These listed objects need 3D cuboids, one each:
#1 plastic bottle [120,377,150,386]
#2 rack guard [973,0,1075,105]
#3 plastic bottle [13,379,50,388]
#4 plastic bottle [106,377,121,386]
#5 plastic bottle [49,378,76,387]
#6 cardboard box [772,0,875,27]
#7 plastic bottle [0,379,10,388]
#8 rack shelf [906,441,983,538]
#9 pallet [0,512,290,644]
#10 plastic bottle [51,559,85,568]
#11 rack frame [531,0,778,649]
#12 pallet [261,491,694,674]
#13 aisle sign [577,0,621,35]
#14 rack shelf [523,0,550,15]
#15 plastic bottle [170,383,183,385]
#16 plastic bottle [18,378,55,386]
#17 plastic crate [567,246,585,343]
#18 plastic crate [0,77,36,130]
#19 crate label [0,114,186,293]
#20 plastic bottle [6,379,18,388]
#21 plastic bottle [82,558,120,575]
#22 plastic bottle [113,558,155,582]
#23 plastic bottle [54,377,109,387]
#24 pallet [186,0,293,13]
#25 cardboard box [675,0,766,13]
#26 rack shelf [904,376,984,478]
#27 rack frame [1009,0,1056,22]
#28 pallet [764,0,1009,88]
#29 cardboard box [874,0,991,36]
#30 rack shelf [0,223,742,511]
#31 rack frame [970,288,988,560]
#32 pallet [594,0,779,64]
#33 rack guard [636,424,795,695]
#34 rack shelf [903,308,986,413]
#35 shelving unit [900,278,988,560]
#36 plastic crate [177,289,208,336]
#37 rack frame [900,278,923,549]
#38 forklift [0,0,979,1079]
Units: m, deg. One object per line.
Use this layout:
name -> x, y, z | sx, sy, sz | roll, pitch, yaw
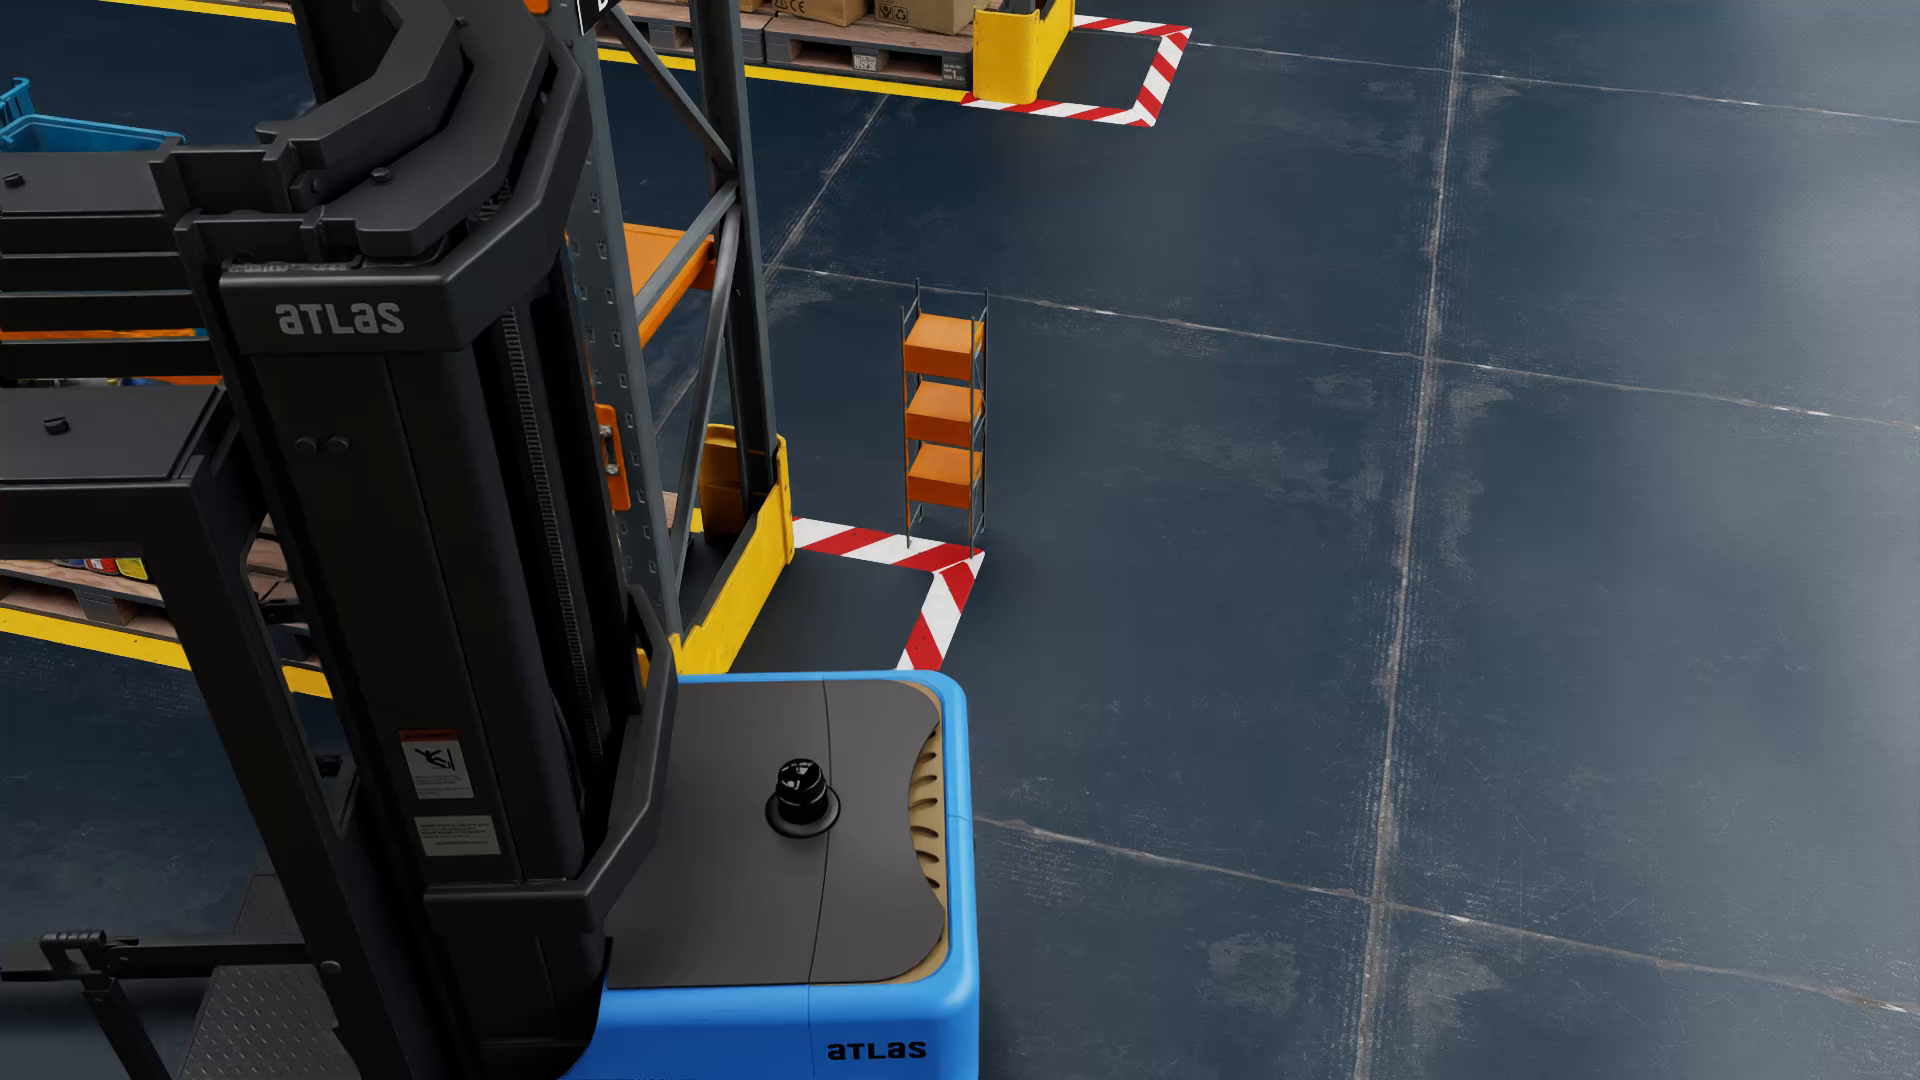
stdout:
plastic bottle -> -3.127, -0.544, 6.344 | 0.097, 0.271, 0.097 | 0, 40, 0
rack guard -> 0.374, -2.950, 9.374 | 0.348, 0.500, 1.175 | 10, 41, 11
plastic bottle -> -3.504, -0.529, 6.318 | 0.133, 0.283, 0.061 | 10, 41, 11
plastic bottle -> -3.226, -0.534, 6.387 | 0.097, 0.201, 0.097 | 0, 40, 0
plastic bottle -> -3.374, -0.502, 6.285 | 0.133, 0.283, 0.061 | 10, 41, 11
cardboard box -> -0.738, -3.291, 9.453 | 0.500, 0.500, 0.500 | 20, 44, 23
plastic bottle -> -3.815, -0.677, 6.441 | 0.185, 0.351, 0.144 | 8, 41, 9
rack shelf -> -0.052, -0.190, 6.109 | 0.240, 0.259, 0.215 | 10, 41, 11
pallet -> -2.877, -0.076, 6.176 | 1.213, 0.211, 1.003 | 10, 41, 11
plastic bottle -> -3.091, -0.058, 5.762 | 0.135, 0.276, 0.152 | 9, 41, 10
rack frame -> -0.833, -0.818, 4.891 | 0.127, 3.000, 1.000 | 10, 41, 11
pallet -> -1.702, 0.128, 5.933 | 1.213, 0.211, 1.003 | 10, 41, 11
aisle sign -> -0.840, -1.617, 3.821 | 0.004, 0.787, 0.394 | 10, 41, 11
rack shelf -> -2.765, -2.023, 4.554 | 4.000, 0.370, 1.077 | 10, 41, 11
plastic bottle -> -2.931, -0.510, 6.304 | 0.097, 0.271, 0.097 | 0, 40, 0
plastic bottle -> -3.503, -0.623, 6.377 | 0.185, 0.351, 0.144 | 10, 41, 11
plastic crate -> -1.394, -0.658, 4.817 | 0.616, 0.251, 0.499 | 10, 41, 11
plastic crate -> -3.558, -1.410, 5.712 | 0.616, 0.251, 0.499 | 10, 41, 11
crate label -> -2.681, -0.969, 5.044 | 0.616, 0.435, 0.502 | 10, 41, 11
plastic bottle -> -3.647, -0.650, 6.461 | 0.133, 0.283, 0.061 | 12, 42, 14
plastic bottle -> -2.957, -0.035, 5.735 | 0.135, 0.276, 0.152 | 10, 41, 12
plastic bottle -> -2.838, 0.013, 5.672 | 0.133, 0.283, 0.061 | 11, 41, 12
plastic bottle -> -3.347, -0.565, 6.366 | 0.135, 0.276, 0.152 | 10, 41, 12
pallet -> -4.169, -3.620, 10.397 | 1.213, 0.211, 1.003 | 10, 41, 11
cardboard box -> -1.338, -3.406, 9.591 | 0.500, 0.500, 0.500 | 13, 42, 15
rack shelf -> -0.052, -0.403, 5.930 | 0.240, 0.259, 0.215 | 10, 41, 11
rack frame -> 0.448, -3.895, 8.555 | 0.127, 3.000, 1.000 | 10, 41, 11
pallet -> -0.402, -2.997, 9.654 | 1.213, 0.211, 1.003 | 10, 41, 11
cardboard box -> -0.151, -3.212, 9.360 | 0.500, 0.500, 0.500 | 17, 43, 19
rack shelf -> -2.765, -0.875, 5.518 | 4.000, 0.370, 1.077 | 10, 41, 11
rack frame -> 0.066, -0.391, 5.899 | 0.008, 1.050, 0.200 | 10, 41, 11
pallet -> -1.576, -3.201, 9.897 | 1.213, 0.211, 1.003 | 10, 41, 11
rack guard -> -0.918, 0.156, 5.675 | 0.348, 0.500, 1.175 | 10, 41, 11
rack shelf -> -0.052, -0.621, 5.748 | 0.240, 0.259, 0.215 | 10, 41, 11
shelving unit -> -0.052, -0.411, 5.923 | 0.252, 1.050, 0.215 | 10, 41, 11
plastic crate -> -2.019, -0.769, 4.949 | 0.408, 0.251, 0.499 | 10, 41, 11
rack frame -> -0.169, -0.432, 5.947 | 0.008, 1.050, 0.200 | 10, 41, 11
forklift -> -1.474, 0.362, 3.540 | 3.031, 2.935, 1.130 | -1, 40, -1
